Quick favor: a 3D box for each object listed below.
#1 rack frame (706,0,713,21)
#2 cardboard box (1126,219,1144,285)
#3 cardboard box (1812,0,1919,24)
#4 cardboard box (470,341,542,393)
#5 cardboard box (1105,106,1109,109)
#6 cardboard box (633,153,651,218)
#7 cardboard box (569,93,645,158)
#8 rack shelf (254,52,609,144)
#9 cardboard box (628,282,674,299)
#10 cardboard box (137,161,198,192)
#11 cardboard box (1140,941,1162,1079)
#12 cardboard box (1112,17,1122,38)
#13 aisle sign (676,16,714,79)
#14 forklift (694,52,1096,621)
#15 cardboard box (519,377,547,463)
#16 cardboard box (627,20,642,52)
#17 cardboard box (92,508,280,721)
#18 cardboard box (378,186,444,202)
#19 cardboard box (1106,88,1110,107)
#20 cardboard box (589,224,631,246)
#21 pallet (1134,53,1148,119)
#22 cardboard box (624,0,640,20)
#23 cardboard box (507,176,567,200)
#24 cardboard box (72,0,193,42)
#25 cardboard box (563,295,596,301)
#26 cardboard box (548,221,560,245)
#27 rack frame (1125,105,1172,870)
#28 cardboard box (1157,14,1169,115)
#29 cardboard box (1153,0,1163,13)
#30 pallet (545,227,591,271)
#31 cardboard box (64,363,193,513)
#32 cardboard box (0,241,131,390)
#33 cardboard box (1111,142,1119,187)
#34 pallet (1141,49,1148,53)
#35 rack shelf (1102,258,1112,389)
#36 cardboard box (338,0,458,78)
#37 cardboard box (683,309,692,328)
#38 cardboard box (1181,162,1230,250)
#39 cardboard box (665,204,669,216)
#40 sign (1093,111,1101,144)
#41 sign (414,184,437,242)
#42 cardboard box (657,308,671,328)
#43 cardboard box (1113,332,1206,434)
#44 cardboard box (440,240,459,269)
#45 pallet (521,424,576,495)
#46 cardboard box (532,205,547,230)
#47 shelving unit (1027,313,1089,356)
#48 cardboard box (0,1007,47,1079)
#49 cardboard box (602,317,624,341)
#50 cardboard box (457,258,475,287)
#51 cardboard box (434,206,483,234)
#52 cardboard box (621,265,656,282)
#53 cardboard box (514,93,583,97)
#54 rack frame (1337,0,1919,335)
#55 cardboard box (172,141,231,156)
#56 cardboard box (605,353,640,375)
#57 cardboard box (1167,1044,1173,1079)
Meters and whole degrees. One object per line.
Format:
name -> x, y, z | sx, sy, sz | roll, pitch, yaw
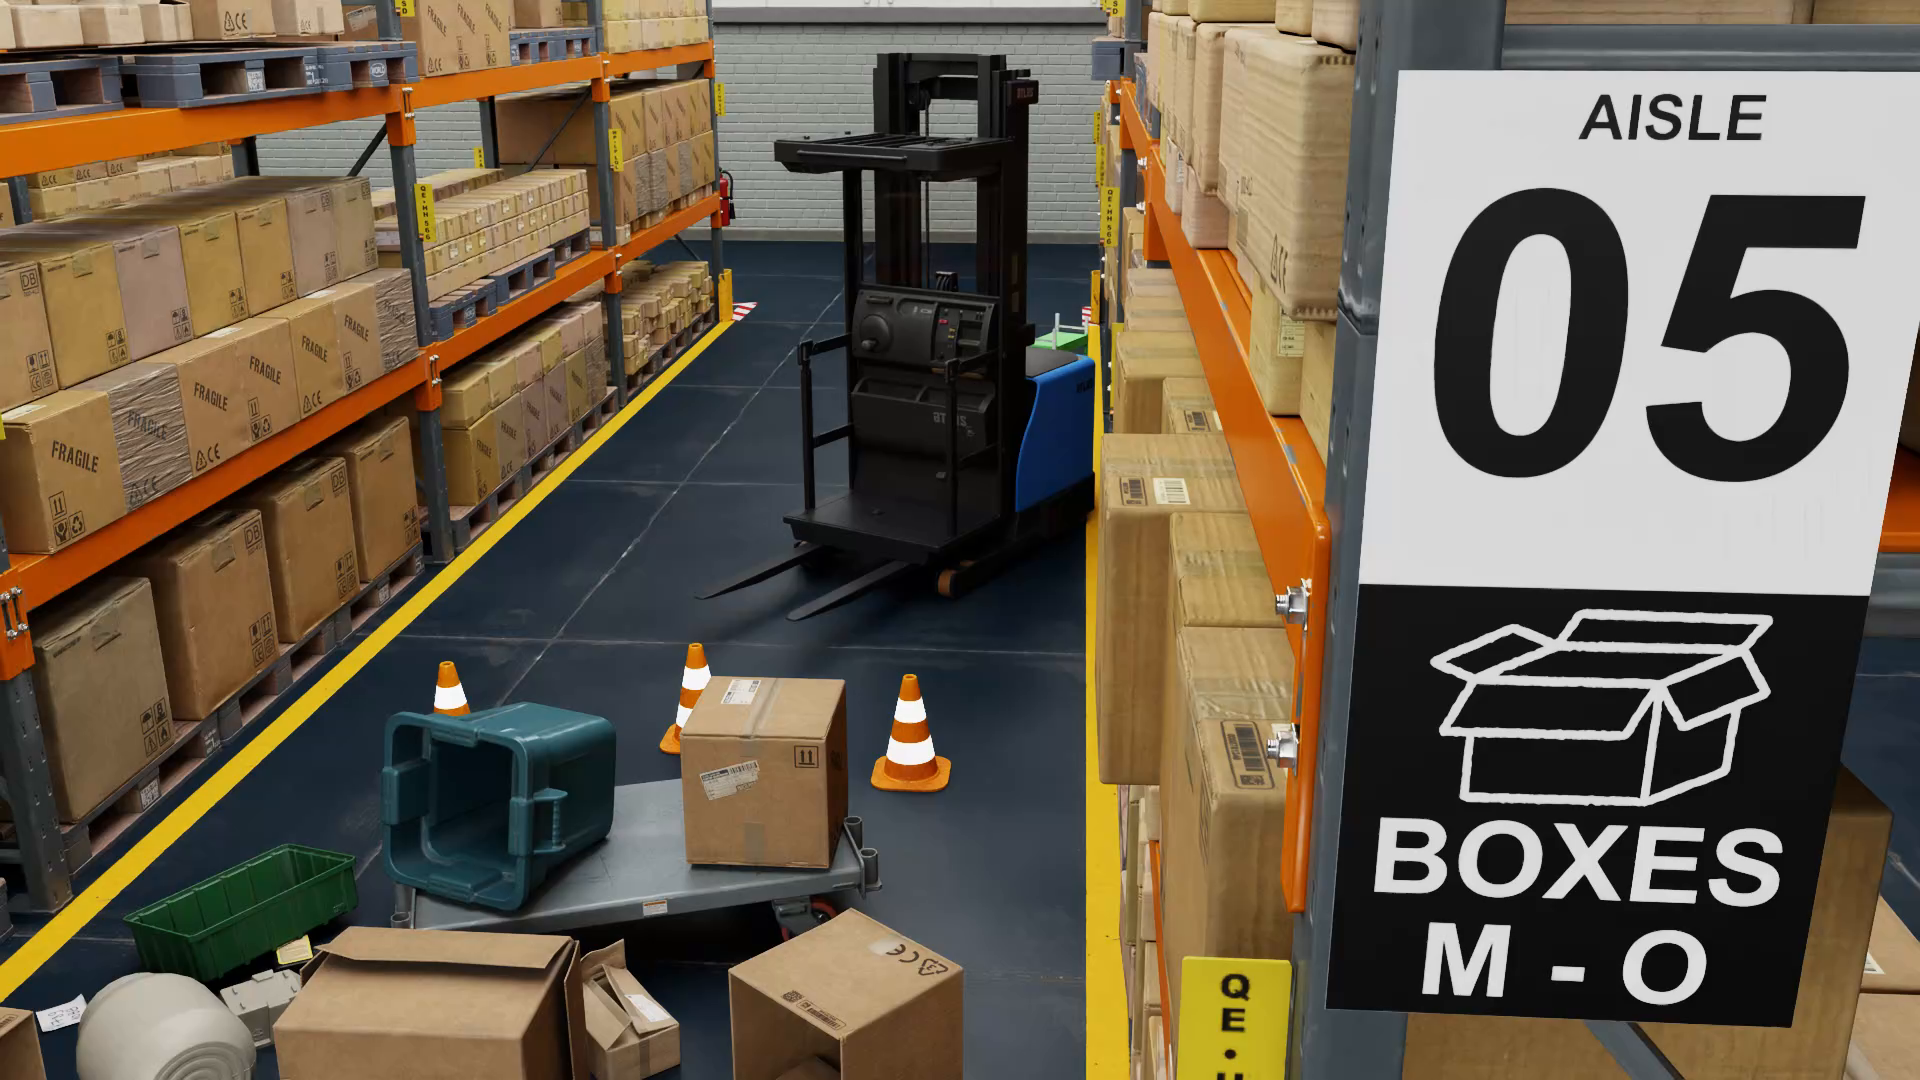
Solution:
rack frame -> -2.990, -6.638, 16.230 | 1.000, 3.000, 0.127 | 1, 18, 4
cardboard box -> 1.088, -1.316, 8.308 | 0.500, 0.500, 0.500 | 2, 18, 7
cardboard box -> 1.037, -0.530, 1.528 | 0.380, 0.149, 0.250 | 1, 18, 4
cardboard box -> -3.188, -1.191, 11.375 | 0.500, 0.250, 0.500 | 1, 18, 4
cardboard box -> 1.542, -3.613, 14.865 | 0.500, 0.500, 0.500 | 1, 18, 4
cardboard box -> -2.961, -3.036, 14.233 | 0.500, 0.500, 0.500 | 1, 18, 4
cardboard box -> -2.979, -3.505, 14.059 | 0.500, 0.500, 0.500 | 1, 18, 2
rack shelf -> -3.420, -3.008, 11.122 | 1.077, 0.370, 4.000 | 1, 18, 4
cardboard box -> -2.917, -2.342, 15.701 | 0.380, 0.149, 0.250 | 1, 18, 2
cardboard box -> -7.773, -3.528, 16.135 | 0.500, 0.250, 0.500 | 1, 18, 2
cardboard box -> 0.718, 1.274, 4.255 | 0.500, 0.500, 0.500 | 2, 18, 7
cardboard box -> 1.263, -3.208, 9.744 | 0.700, 0.500, 0.500 | 0, 18, 1
aisle sign -> -2.685, -5.039, 16.809 | 0.394, 0.787, 0.004 | 1, 18, 4
forklift -> -0.329, -1.227, 9.461 | 1.130, 2.935, 3.031 | 11, 21, 30
cardboard box -> -3.193, -0.844, 11.522 | 0.500, 0.500, 0.500 | 1, 18, 3
cardboard box -> -2.953, -4.193, 13.826 | 0.500, 0.250, 0.500 | 1, 18, 3
cardboard box -> -3.822, 0.315, 7.584 | 1.050, 0.750, 0.750 | 1, 18, 4
cardboard box -> -3.855, -2.394, 11.687 | 0.380, 0.149, 0.250 | 2, 18, 6
cardboard box -> 1.500, -3.954, 14.866 | 0.380, 0.149, 0.250 | 1, 18, 3
cardboard box -> -2.930, -2.506, 13.658 | 0.380, 0.149, 0.250 | 2, 18, 6
pallet -> 1.316, -1.829, 6.672 | 1.213, 0.211, 1.003 | 1, 18, 4
cardboard box -> -2.962, -4.436, 13.764 | 0.500, 0.250, 0.500 | 1, 18, 4
cardboard box -> -3.149, -2.615, 12.361 | 0.380, 0.149, 0.250 | 1, 18, 2
cardboard box -> -3.504, -2.246, 7.023 | 0.396, 0.266, 0.258 | 1, 18, 4
cardboard box -> -3.497, -2.112, 14.999 | 0.380, 0.149, 0.250 | 0, 18, 1
cardboard box -> -3.163, -2.262, 12.237 | 0.380, 0.149, 0.250 | 0, 18, 1
rack frame -> 1.095, 0.019, 5.549 | 1.000, 3.000, 0.127 | 1, 18, 4
cardboard box -> 0.762, -1.186, 4.171 | 0.500, 0.250, 0.500 | 1, 18, 3
cardboard box -> 0.747, -1.576, 4.721 | 0.380, 0.149, 0.250 | 1, 18, 3
pallet -> -3.476, -2.220, 12.689 | 1.003, 0.211, 1.213 | 1, 18, 4
cardboard box -> -3.508, -0.422, 6.734 | 0.500, 0.500, 0.500 | 1, 18, 4
cardboard box -> -3.785, -0.897, 6.578 | 0.700, 0.500, 0.500 | 1, 18, 3
cardboard box -> 1.272, -2.383, 11.113 | 0.500, 0.500, 0.500 | 1, 18, 3
pallet -> 1.652, -3.515, 11.822 | 0.805, 0.209, 1.217 | 1, 18, 2
rack shelf -> 1.525, -1.503, 11.348 | 1.077, 0.370, 4.000 | 1, 18, 4
cardboard box -> -3.257, -2.947, 9.622 | 0.500, 0.500, 0.500 | 1, 18, 4
cardboard box -> -2.802, -2.144, 16.054 | 0.380, 0.149, 0.250 | 0, 18, 1
cardboard box -> 0.620, -0.640, 3.146 | 0.380, 0.149, 0.250 | 1, 18, 3
cardboard box -> -2.914, -3.080, 15.408 | 0.380, 0.149, 0.250 | 2, 18, 5
sign -> 1.402, -4.172, 16.819 | 0.100, 0.325, 0.005 | 1, 18, 4
sign -> -3.009, -1.842, 9.367 | 0.100, 0.325, 0.005 | 1, 18, 4
cardboard box -> -2.874, -2.039, 15.256 | 0.380, 0.149, 0.250 | 1, 18, 3
cardboard box -> 0.725, -0.200, 3.972 | 0.700, 0.500, 0.500 | 1, 18, 3
cardboard box -> -3.311, -1.754, 10.211 | 0.380, 0.149, 0.250 | 2, 18, 7
pallet -> -3.415, -0.598, 11.910 | 1.003, 0.211, 1.213 | 1, 18, 4
cardboard box -> -3.181, -2.314, 11.919 | 0.380, 0.149, 0.250 | 0, 18, 1
shelving unit -> 0.635, -0.876, 11.169 | 0.258, 1.200, 0.503 | 10, 21, 28
cardboard box -> -2.938, 1.631, 4.638 | 0.500, 0.500, 0.500 | 4, 19, 13
cardboard box -> -3.045, -1.775, 13.971 | 0.380, 0.149, 0.250 | 2, 18, 6
cardboard box -> -3.291, -1.685, 10.476 | 0.380, 0.149, 0.250 | 2, 18, 7
cardboard box -> -3.279, -2.047, 10.626 | 0.380, 0.149, 0.250 | 1, 18, 2
cardboard box -> -3.266, -2.672, 16.707 | 0.380, 0.149, 0.250 | 2, 18, 5
cardboard box -> -3.481, -3.522, 14.110 | 0.500, 0.500, 0.500 | 1, 18, 2
rack frame -> 0.808, -1.590, 0.824 | 1.000, 3.000, 0.127 | 1, 18, 4
cardboard box -> -7.702, -4.199, 16.979 | 0.500, 0.500, 0.500 | 2, 18, 5
cardboard box -> -2.930, -1.496, 14.075 | 0.380, 0.149, 0.250 | 0, 18, 2
cardboard box -> 0.557, 1.018, 2.901 | 0.380, 0.149, 0.250 | 2, 18, 5
